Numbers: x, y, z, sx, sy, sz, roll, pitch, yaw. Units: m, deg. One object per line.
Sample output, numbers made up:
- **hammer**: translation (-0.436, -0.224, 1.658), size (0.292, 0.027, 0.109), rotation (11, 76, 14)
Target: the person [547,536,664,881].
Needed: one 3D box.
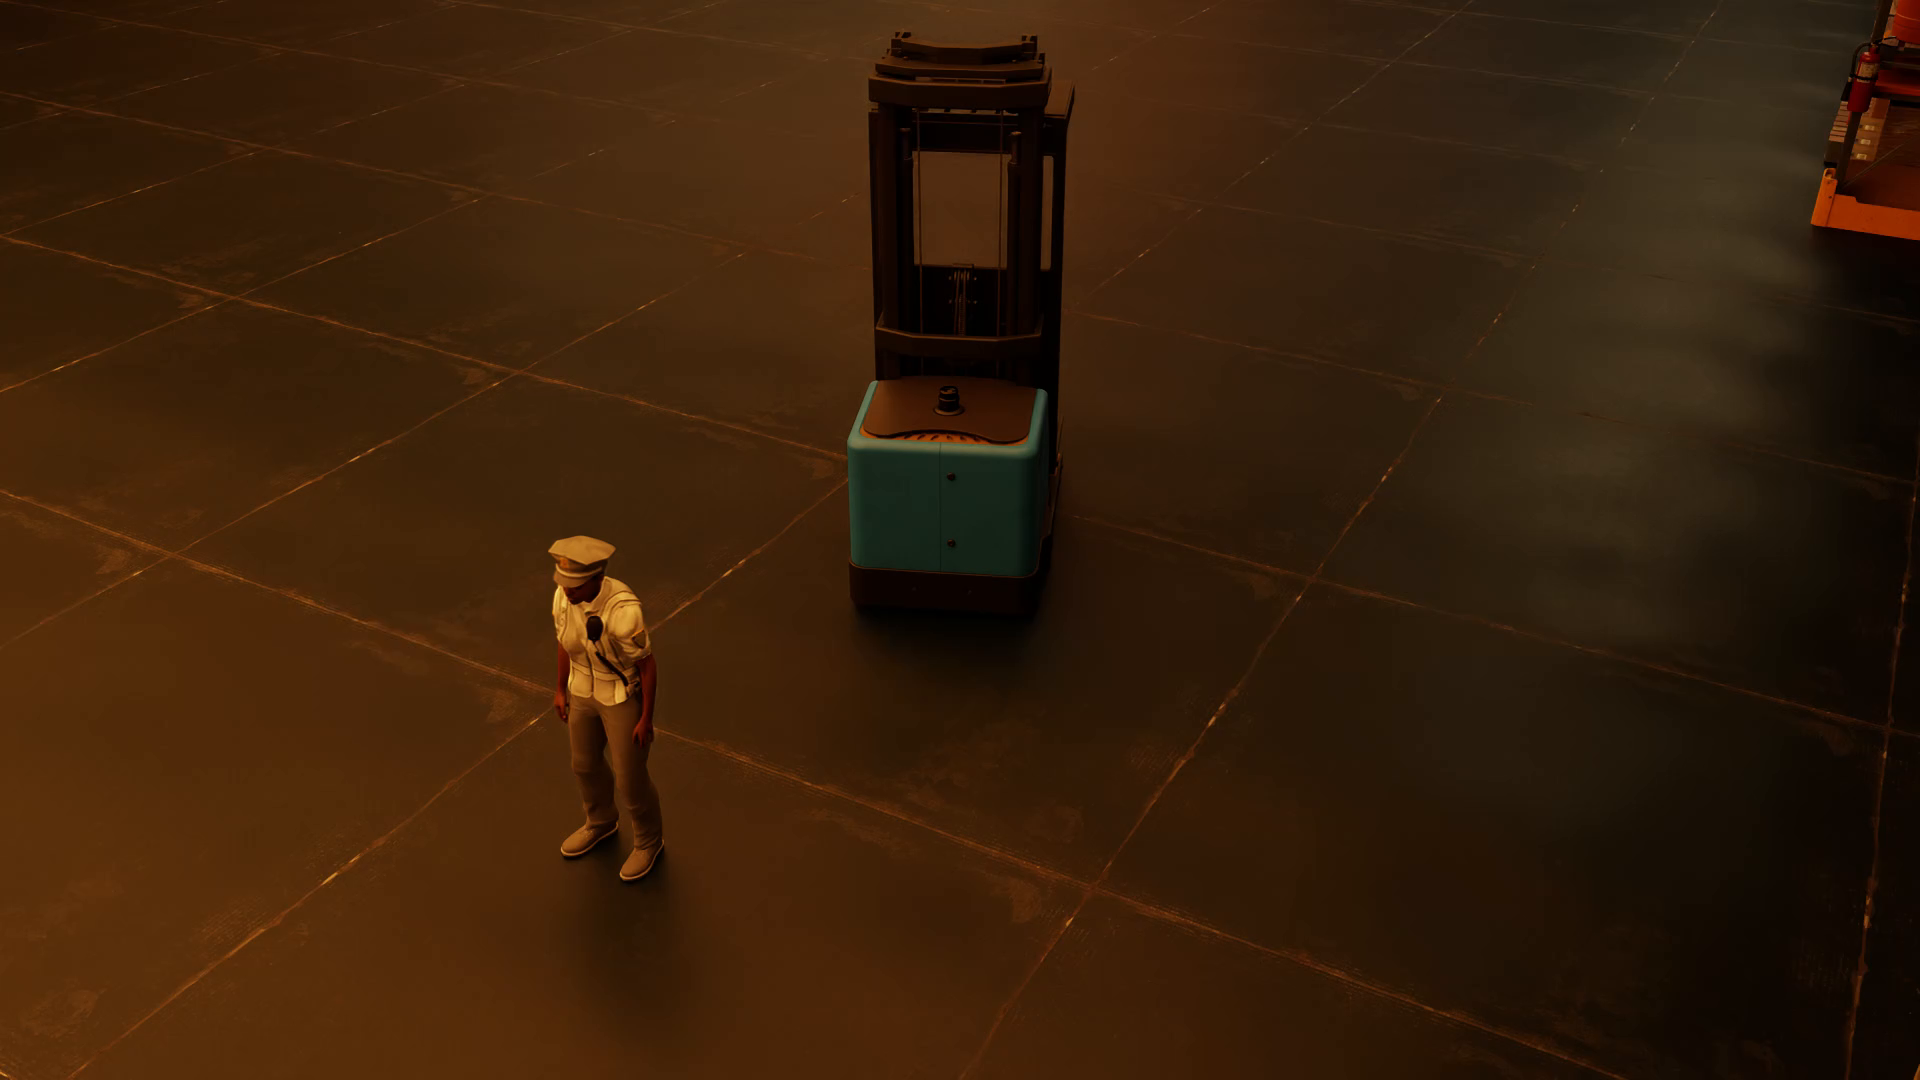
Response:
- **person**: translation (-1.523, 0.697, 7.137), size (0.524, 1.660, 0.396), rotation (15, 33, 24)

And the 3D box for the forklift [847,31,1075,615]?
- **forklift**: translation (0.072, -1.572, 9.794), size (1.130, 2.935, 3.031), rotation (3, 30, 6)
